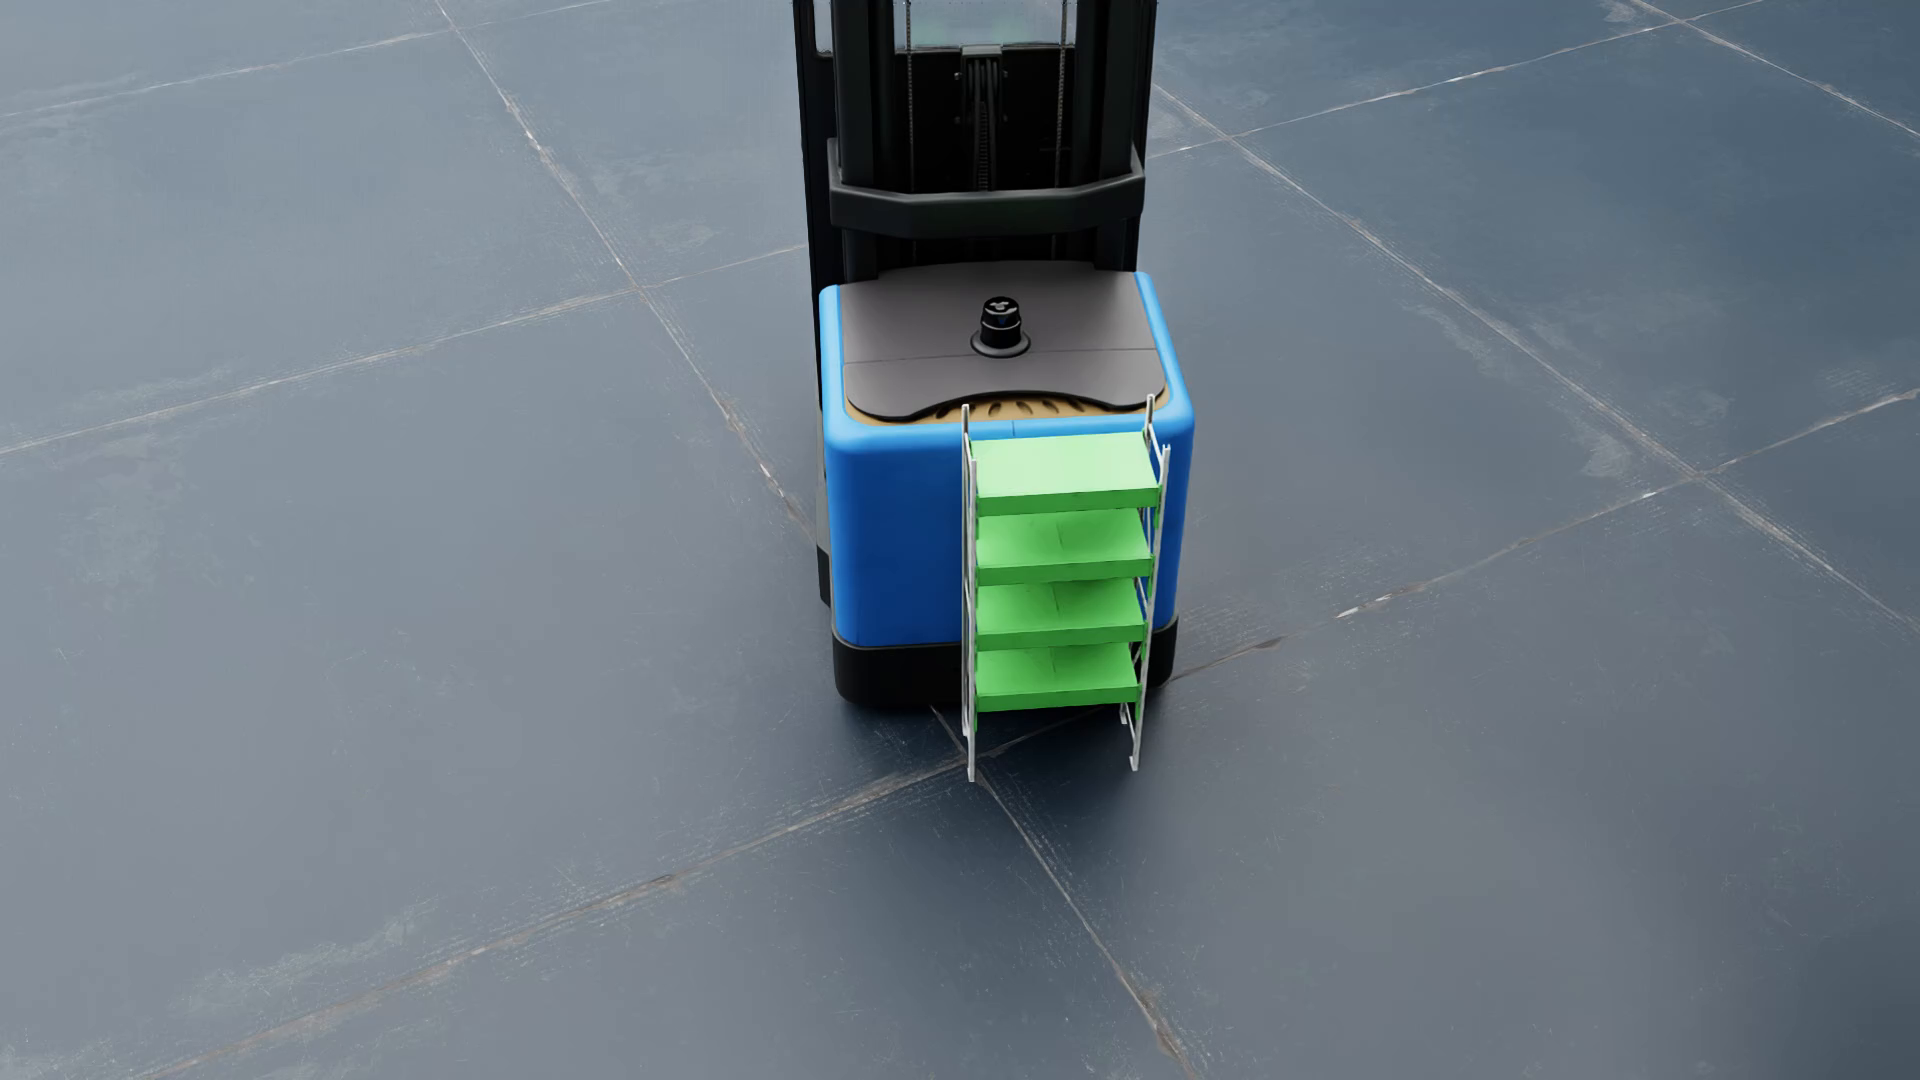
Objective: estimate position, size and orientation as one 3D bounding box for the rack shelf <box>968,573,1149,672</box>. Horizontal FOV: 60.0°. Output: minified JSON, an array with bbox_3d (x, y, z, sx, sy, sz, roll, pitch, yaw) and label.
[{"bbox_3d":[0.268,0.217,4.680,0.480,0.148,0.258,-3,40,-4],"label":"rack shelf"}]

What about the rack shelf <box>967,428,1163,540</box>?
[{"bbox_3d":[0.268,-0.150,4.370,0.480,0.148,0.258,-3,40,-4],"label":"rack shelf"}]

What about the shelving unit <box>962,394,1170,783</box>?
[{"bbox_3d":[0.268,0.168,4.639,0.503,1.200,0.258,-3,40,-4],"label":"shelving unit"}]

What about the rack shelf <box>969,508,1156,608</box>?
[{"bbox_3d":[0.268,0.034,4.525,0.480,0.148,0.258,-3,40,-4],"label":"rack shelf"}]

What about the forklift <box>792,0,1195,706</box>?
[{"bbox_3d":[0.023,-1.555,5.335,1.130,2.935,3.031,-3,40,-4],"label":"forklift"}]

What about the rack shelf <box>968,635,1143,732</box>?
[{"bbox_3d":[0.268,0.400,4.835,0.480,0.148,0.258,-3,40,-4],"label":"rack shelf"}]

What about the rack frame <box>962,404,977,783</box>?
[{"bbox_3d":[0.025,0.182,4.622,0.015,1.200,0.240,-3,40,-4],"label":"rack frame"}]

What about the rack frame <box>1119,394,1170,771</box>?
[{"bbox_3d":[0.511,0.154,4.656,0.015,1.200,0.240,-3,40,-4],"label":"rack frame"}]
